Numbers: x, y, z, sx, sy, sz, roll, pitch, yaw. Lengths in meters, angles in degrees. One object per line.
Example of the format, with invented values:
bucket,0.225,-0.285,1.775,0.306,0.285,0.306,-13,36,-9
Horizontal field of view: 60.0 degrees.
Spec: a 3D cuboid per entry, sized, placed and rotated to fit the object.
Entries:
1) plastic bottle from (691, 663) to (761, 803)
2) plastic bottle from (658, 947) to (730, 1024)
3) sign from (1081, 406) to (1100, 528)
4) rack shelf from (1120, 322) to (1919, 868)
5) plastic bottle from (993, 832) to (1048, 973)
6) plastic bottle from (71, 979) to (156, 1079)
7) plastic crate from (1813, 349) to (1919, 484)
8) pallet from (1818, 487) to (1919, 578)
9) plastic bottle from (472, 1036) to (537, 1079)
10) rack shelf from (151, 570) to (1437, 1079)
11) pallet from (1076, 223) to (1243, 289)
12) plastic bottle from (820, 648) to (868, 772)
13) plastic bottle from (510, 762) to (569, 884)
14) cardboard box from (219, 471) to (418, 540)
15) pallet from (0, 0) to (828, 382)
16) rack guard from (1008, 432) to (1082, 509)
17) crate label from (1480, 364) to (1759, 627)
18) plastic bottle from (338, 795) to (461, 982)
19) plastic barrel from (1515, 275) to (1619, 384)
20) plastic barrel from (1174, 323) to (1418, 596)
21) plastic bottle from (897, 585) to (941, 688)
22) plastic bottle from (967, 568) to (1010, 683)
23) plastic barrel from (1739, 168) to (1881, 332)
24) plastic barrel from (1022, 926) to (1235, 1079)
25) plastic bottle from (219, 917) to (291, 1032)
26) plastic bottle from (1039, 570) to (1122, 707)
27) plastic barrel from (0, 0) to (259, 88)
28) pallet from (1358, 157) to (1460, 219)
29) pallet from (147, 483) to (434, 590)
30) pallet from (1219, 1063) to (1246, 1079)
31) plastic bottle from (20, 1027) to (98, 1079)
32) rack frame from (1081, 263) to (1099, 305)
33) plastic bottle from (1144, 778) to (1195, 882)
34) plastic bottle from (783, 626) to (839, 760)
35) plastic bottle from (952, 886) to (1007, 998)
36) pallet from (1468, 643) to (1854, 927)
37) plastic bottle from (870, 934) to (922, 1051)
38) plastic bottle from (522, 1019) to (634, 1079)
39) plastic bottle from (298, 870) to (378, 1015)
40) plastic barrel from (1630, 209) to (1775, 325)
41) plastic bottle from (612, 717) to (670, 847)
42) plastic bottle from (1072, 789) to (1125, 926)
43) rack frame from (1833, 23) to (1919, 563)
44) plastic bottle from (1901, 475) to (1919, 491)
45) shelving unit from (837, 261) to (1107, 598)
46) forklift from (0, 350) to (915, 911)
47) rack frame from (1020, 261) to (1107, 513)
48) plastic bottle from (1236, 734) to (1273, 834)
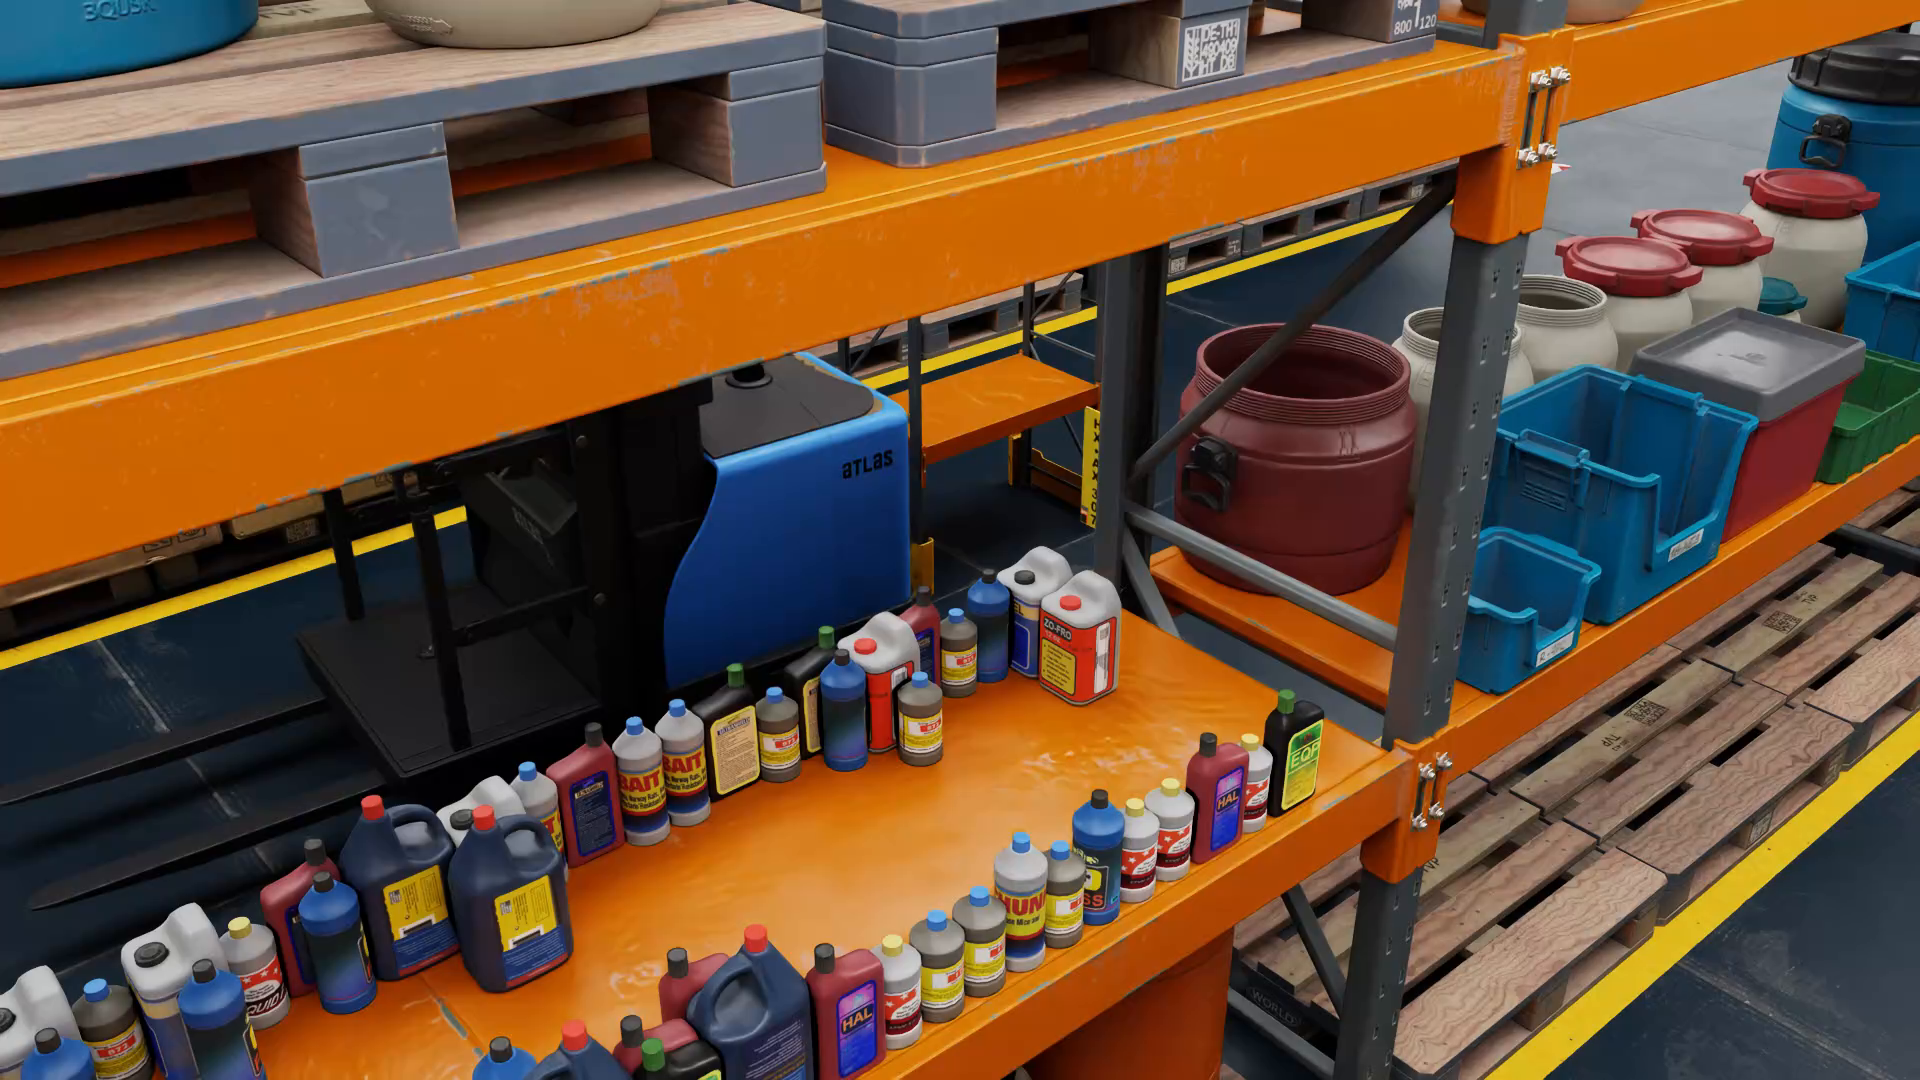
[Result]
plastic bottle,-0.488,0.397,3.448,0.133,0.283,0.061,-22,35,-35
plastic bottle,-0.424,0.775,2.741,0.133,0.283,0.061,-22,35,-35
sign,0.348,-0.175,4.221,0.005,0.325,0.100,-22,35,-35
rack shelf,2.232,-0.202,5.209,4.000,0.370,1.077,-22,35,-35
plastic bottle,0.108,0.644,2.999,0.097,0.271,0.097,0,28,0
plastic bottle,-1.408,0.815,2.754,0.097,0.201,0.097,0,28,0
plastic crate,2.612,-0.404,5.048,0.662,0.188,0.450,-22,35,-35
pallet,4.291,-0.092,7.198,1.213,0.211,1.003,-22,35,-35
plastic bottle,-0.692,0.877,2.564,0.097,0.271,0.097,0,28,0
rack shelf,-0.811,1.021,2.920,4.000,0.370,1.077,-22,35,-35
pallet,1.027,-1.896,10.573,1.213,0.211,1.003,-22,35,-35
plastic bottle,-0.247,0.355,3.541,0.097,0.271,0.097,0,28,0
plastic bottle,-0.813,0.544,3.185,0.097,0.271,0.097,0,28,0
cardboard box,-3.043,-0.728,7.239,0.875,0.875,1.225,-24,36,-37
pallet,-0.939,-0.547,2.108,1.213,0.211,1.003,-22,35,-35
rack guard,0.437,-0.286,7.520,0.087,0.250,0.587,-22,35,-35
crate label,1.642,-0.130,4.274,0.616,0.435,0.502,-22,35,-35
plastic bottle,-1.008,0.602,2.993,0.185,0.351,0.144,-22,35,-35
plastic barrel,1.675,-0.477,4.842,0.421,0.512,0.421,0,28,0
plastic barrel,0.867,-0.218,4.332,0.708,0.536,0.600,-22,35,-35
plastic bottle,-0.108,0.244,3.734,0.133,0.283,0.061,-22,35,-35
plastic bottle,0.066,0.191,3.846,0.097,0.271,0.097,0,28,0
plastic barrel,2.883,-0.977,5.752,0.433,0.535,0.433,0,28,0
plastic barrel,0.349,1.020,4.016,0.708,0.830,0.600,-22,35,-35
plastic bottle,-1.232,0.744,2.887,0.097,0.201,0.097,0,28,0
plastic bottle,0.270,0.218,3.791,0.135,0.276,0.152,-22,35,-35
plastic barrel,-1.133,-0.990,1.761,0.708,0.901,0.600,-22,35,-35
pallet,2.883,-2.642,11.970,1.213,0.211,1.003,-22,35,-35
pallet,-3.153,-0.240,7.475,1.213,0.211,1.003,-22,35,-35
pallet,0.138,1.578,4.073,1.213,0.211,1.003,-22,35,-35
plastic bottle,-1.383,0.868,2.580,0.097,0.271,0.097,0,28,0
rack frame,0.539,-2.907,9.508,0.127,3.000,1.000,-22,35,-35
plastic bottle,0.404,0.556,3.238,0.097,0.201,0.097,0,28,0
plastic bottle,-0.312,0.326,3.581,0.133,0.283,0.061,-22,35,-35
plastic bottle,0.034,0.705,2.959,0.097,0.201,0.097,0,28,0
pallet,2.253,0.728,5.664,1.213,0.211,1.003,-22,35,-35
plastic bottle,-0.114,0.764,2.848,0.097,0.201,0.097,0,28,0
plastic bottle,-0.580,0.871,2.489,0.185,0.351,0.144,-22,35,-35
plastic bottle,-1.091,0.694,2.906,0.097,0.271,0.097,0,28,0
plastic barrel,2.325,-0.753,5.332,0.433,0.535,0.433,0,28,0
plastic bottle,-0.638,0.474,3.317,0.097,0.271,0.097,0,28,0
plastic bottle,0.256,0.585,3.110,0.097,0.271,0.097,0,28,0
rack frame,3.753,-1.131,6.185,0.127,3.000,1.000,-22,35,-35
plastic bottle,4.150,-0.406,7.171,0.185,0.351,0.144,-22,35,-35
shelving unit,0.058,-0.685,6.940,1.083,1.500,0.587,-22,35,-35
forklift,-1.657,-0.581,5.228,3.031,2.935,1.130,-19,34,-32
rack frame,0.452,-0.843,7.236,0.032,1.500,0.500,-22,35,-35
plastic bottle,0.580,0.485,3.370,0.097,0.201,0.097,0,28,0
